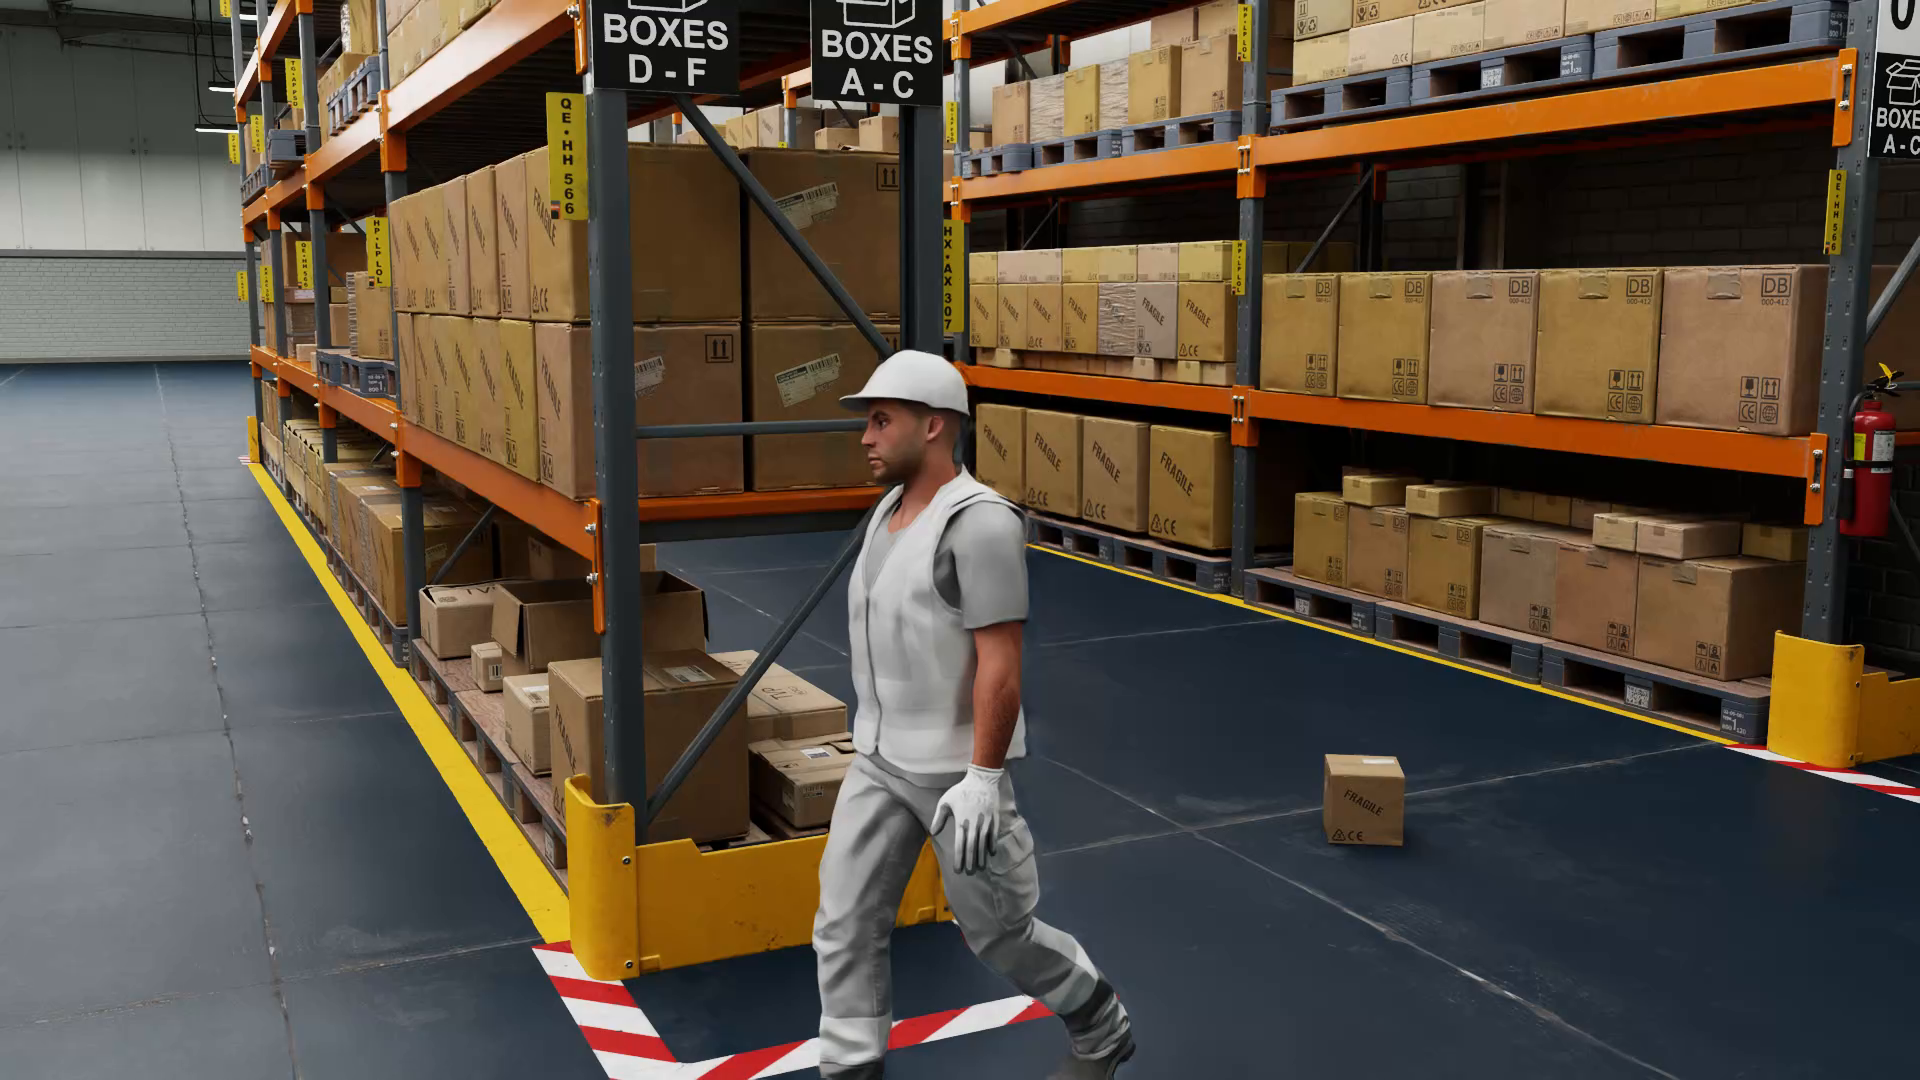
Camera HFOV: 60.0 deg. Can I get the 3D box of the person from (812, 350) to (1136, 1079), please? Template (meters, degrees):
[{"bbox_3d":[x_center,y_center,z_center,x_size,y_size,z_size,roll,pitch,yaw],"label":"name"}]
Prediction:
[{"bbox_3d":[-0.038,0.478,3.560,0.983,1.753,0.578,-6,10,-36],"label":"person"}]
